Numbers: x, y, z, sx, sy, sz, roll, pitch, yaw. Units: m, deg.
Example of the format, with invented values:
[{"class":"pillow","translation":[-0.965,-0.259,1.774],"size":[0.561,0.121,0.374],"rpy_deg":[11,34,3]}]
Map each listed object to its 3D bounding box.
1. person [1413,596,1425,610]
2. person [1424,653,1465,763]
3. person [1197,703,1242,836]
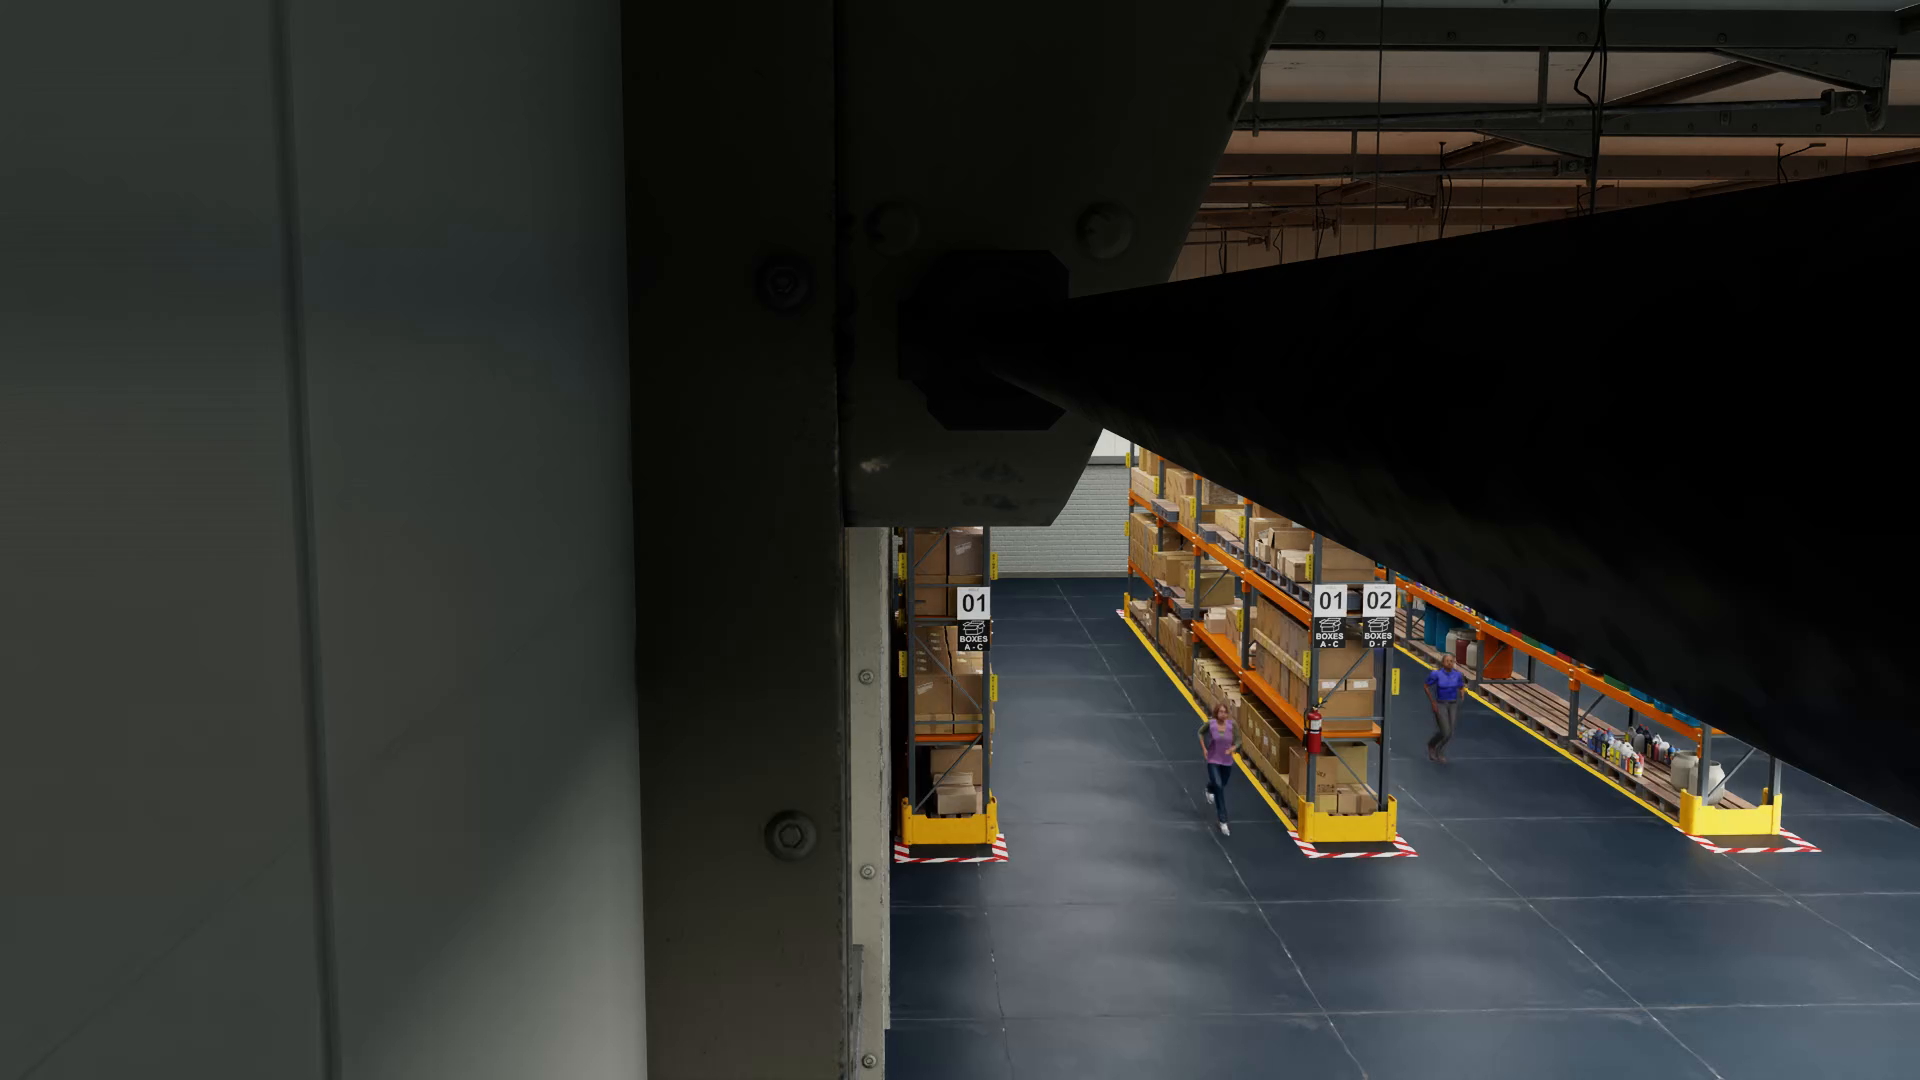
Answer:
[{"class":"person","translation":[10.409,0.756,37.165],"size":[0.596,1.650,0.816],"rpy_deg":[4,9,31]},{"class":"person","translation":[7.061,2.449,24.078],"size":[0.560,1.621,0.574],"rpy_deg":[-1,7,-8]},{"class":"person","translation":[3.309,2.844,21.198],"size":[0.494,1.606,1.036],"rpy_deg":[-2,7,-12]}]
